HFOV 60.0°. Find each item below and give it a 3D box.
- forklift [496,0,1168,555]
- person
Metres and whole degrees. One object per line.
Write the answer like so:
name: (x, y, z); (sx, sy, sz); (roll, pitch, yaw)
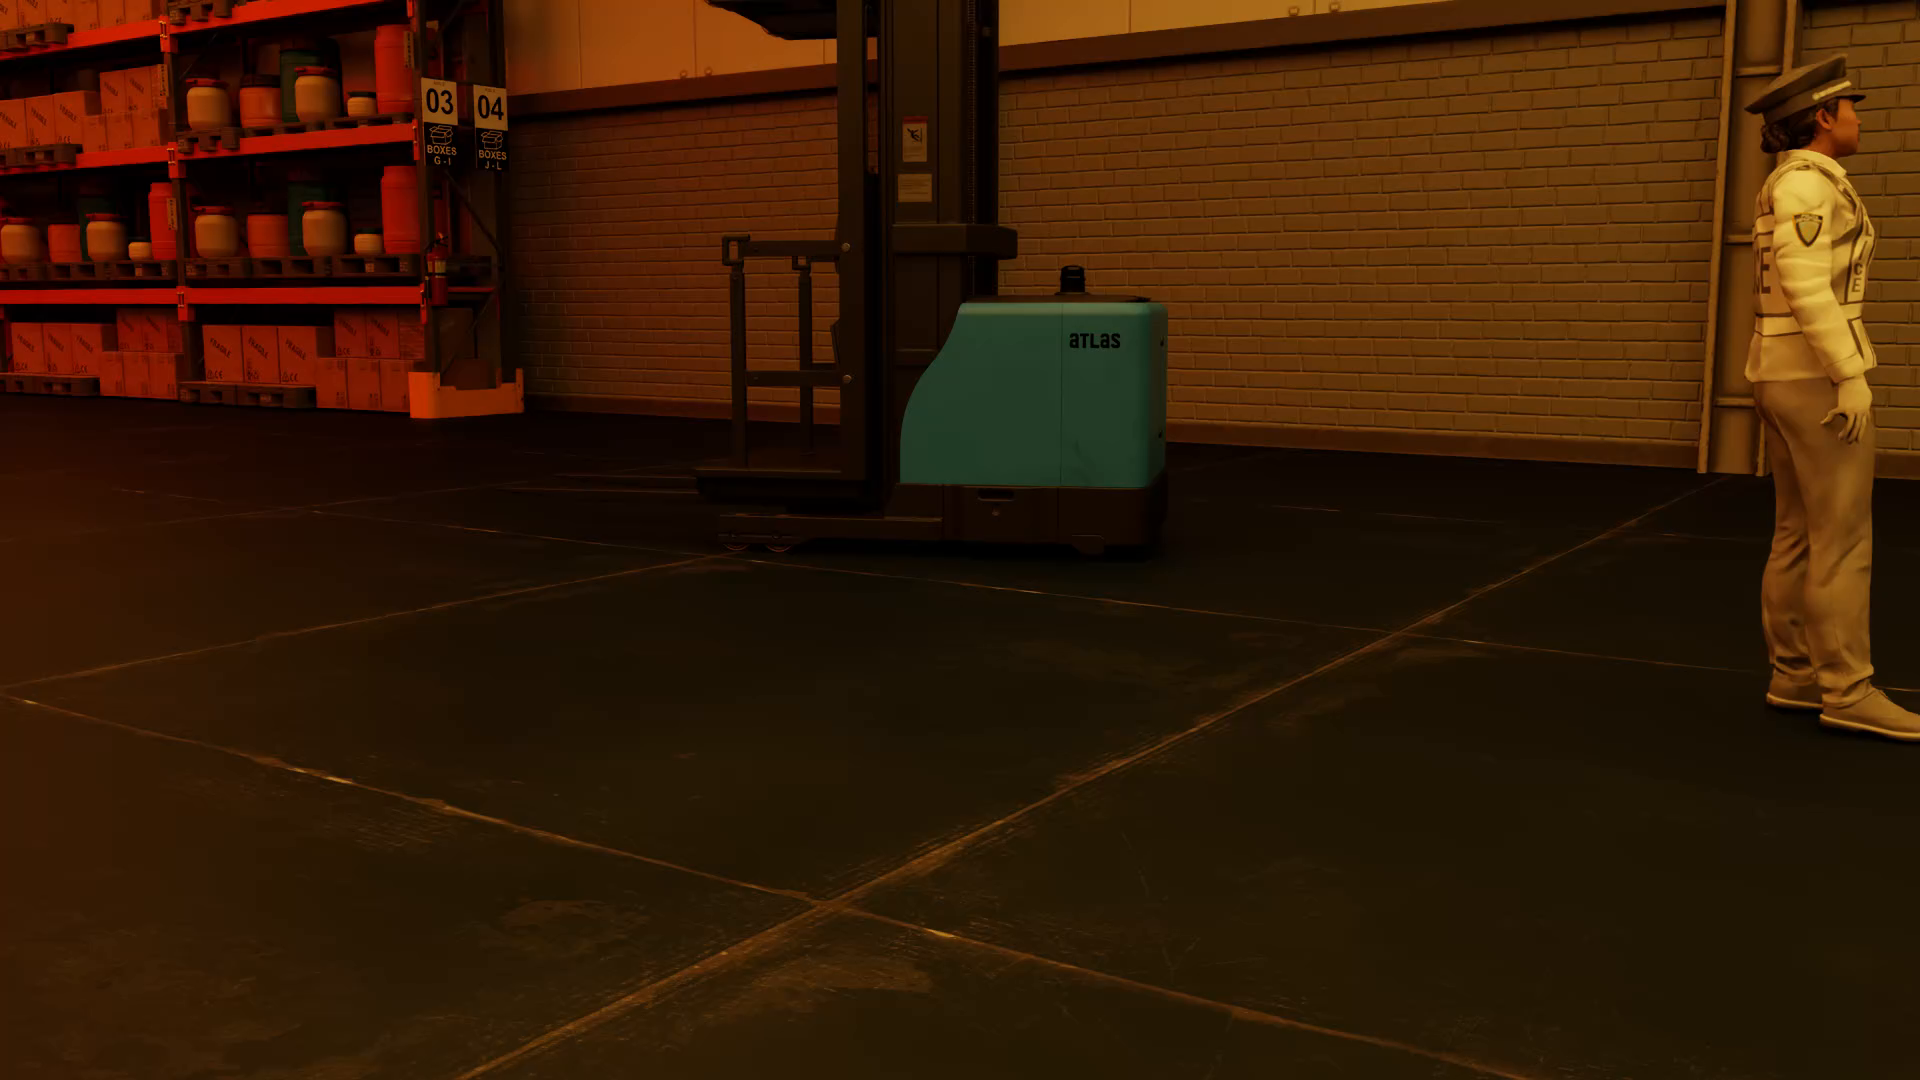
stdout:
forklift: (-0.596, -1.469, 7.520); (3.031, 2.935, 1.130); (2, 8, 12)
person: (2.259, -0.386, 4.267); (0.521, 1.700, 0.576); (3, 9, 18)
